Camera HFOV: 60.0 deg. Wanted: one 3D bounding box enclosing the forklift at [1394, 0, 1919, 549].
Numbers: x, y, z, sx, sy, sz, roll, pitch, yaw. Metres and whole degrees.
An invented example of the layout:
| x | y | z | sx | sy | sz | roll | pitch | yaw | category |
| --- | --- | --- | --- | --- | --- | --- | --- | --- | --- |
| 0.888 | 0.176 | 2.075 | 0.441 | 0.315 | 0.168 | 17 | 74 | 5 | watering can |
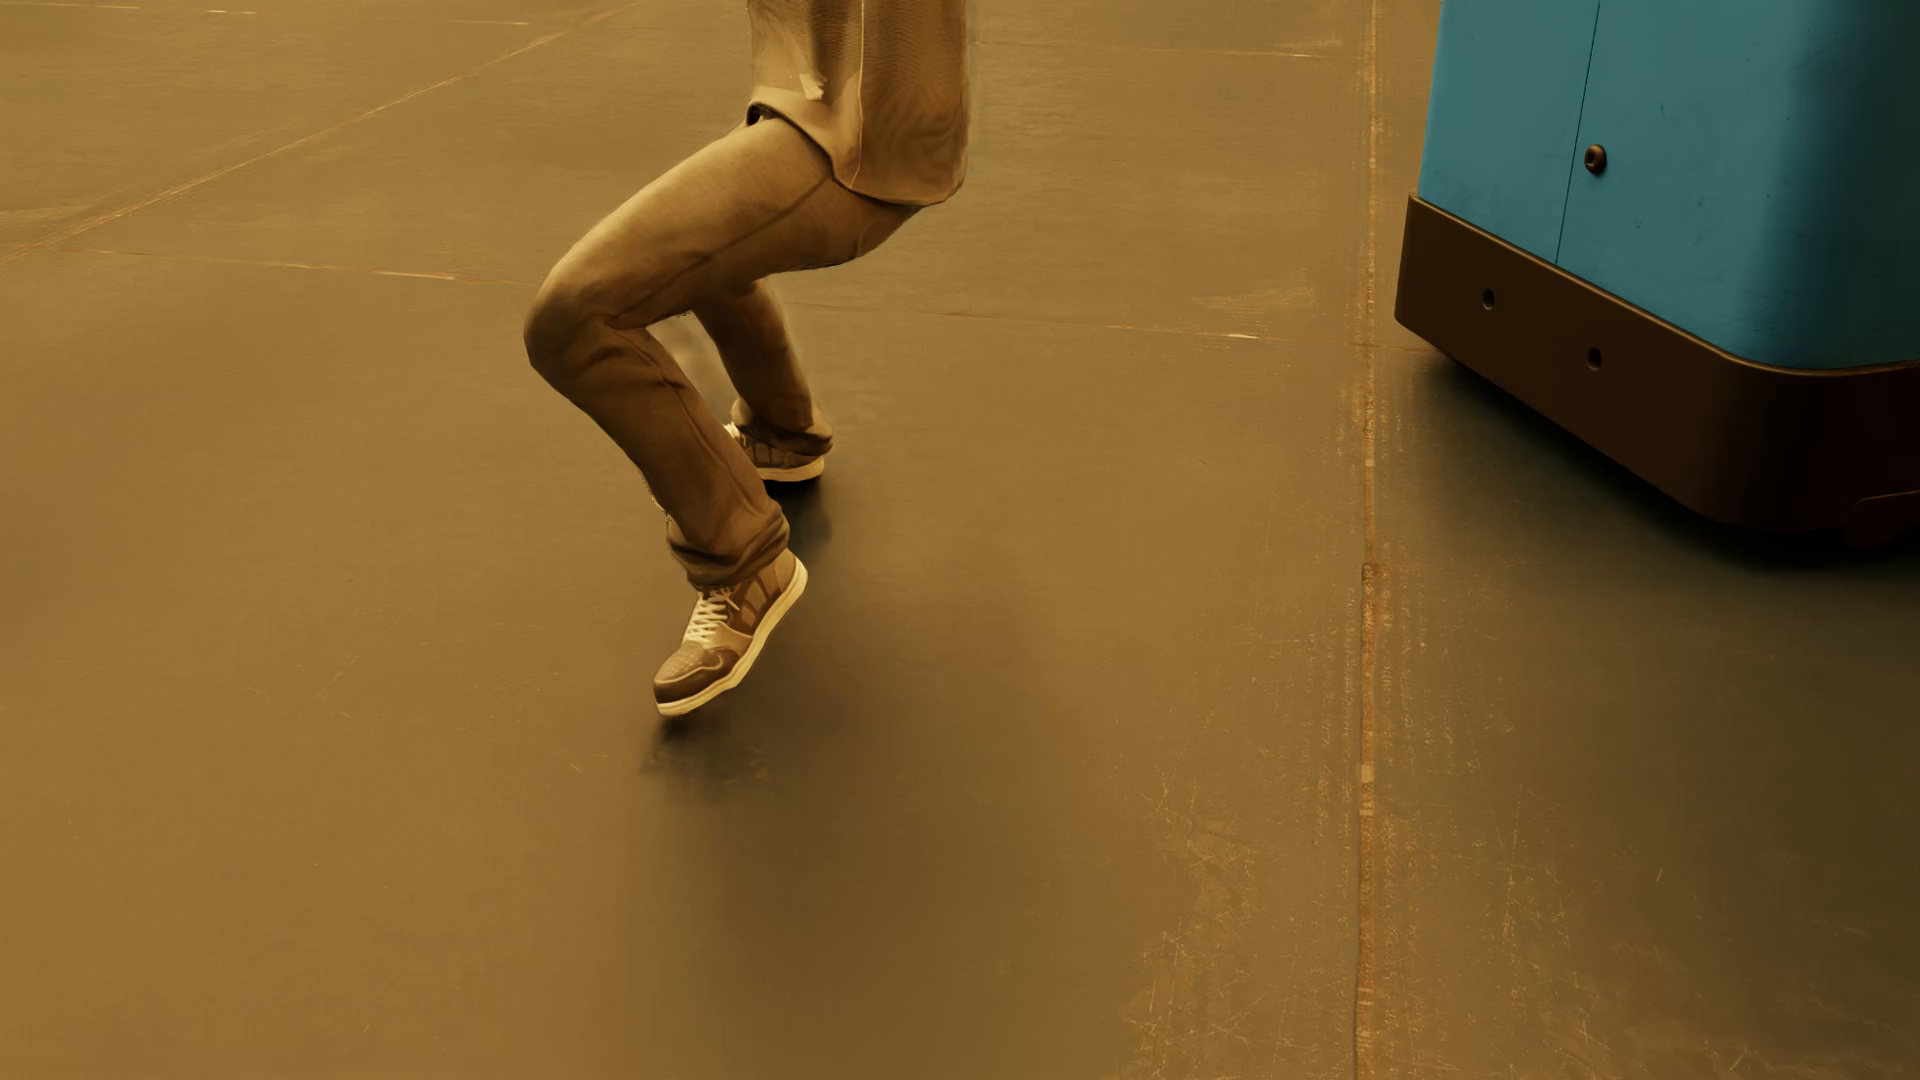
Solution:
| x | y | z | sx | sy | sz | roll | pitch | yaw | category |
| --- | --- | --- | --- | --- | --- | --- | --- | --- | --- |
| 2.406 | -1.657 | 2.531 | 3.031 | 2.935 | 1.130 | -7 | 28 | -14 | forklift |

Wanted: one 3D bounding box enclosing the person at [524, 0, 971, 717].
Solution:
| x | y | z | sx | sy | sz | roll | pitch | yaw | category |
| --- | --- | --- | --- | --- | --- | --- | --- | --- | --- |
| -0.324 | -0.550 | 2.041 | 0.678 | 1.392 | 0.871 | 2 | 27 | 5 | person |
